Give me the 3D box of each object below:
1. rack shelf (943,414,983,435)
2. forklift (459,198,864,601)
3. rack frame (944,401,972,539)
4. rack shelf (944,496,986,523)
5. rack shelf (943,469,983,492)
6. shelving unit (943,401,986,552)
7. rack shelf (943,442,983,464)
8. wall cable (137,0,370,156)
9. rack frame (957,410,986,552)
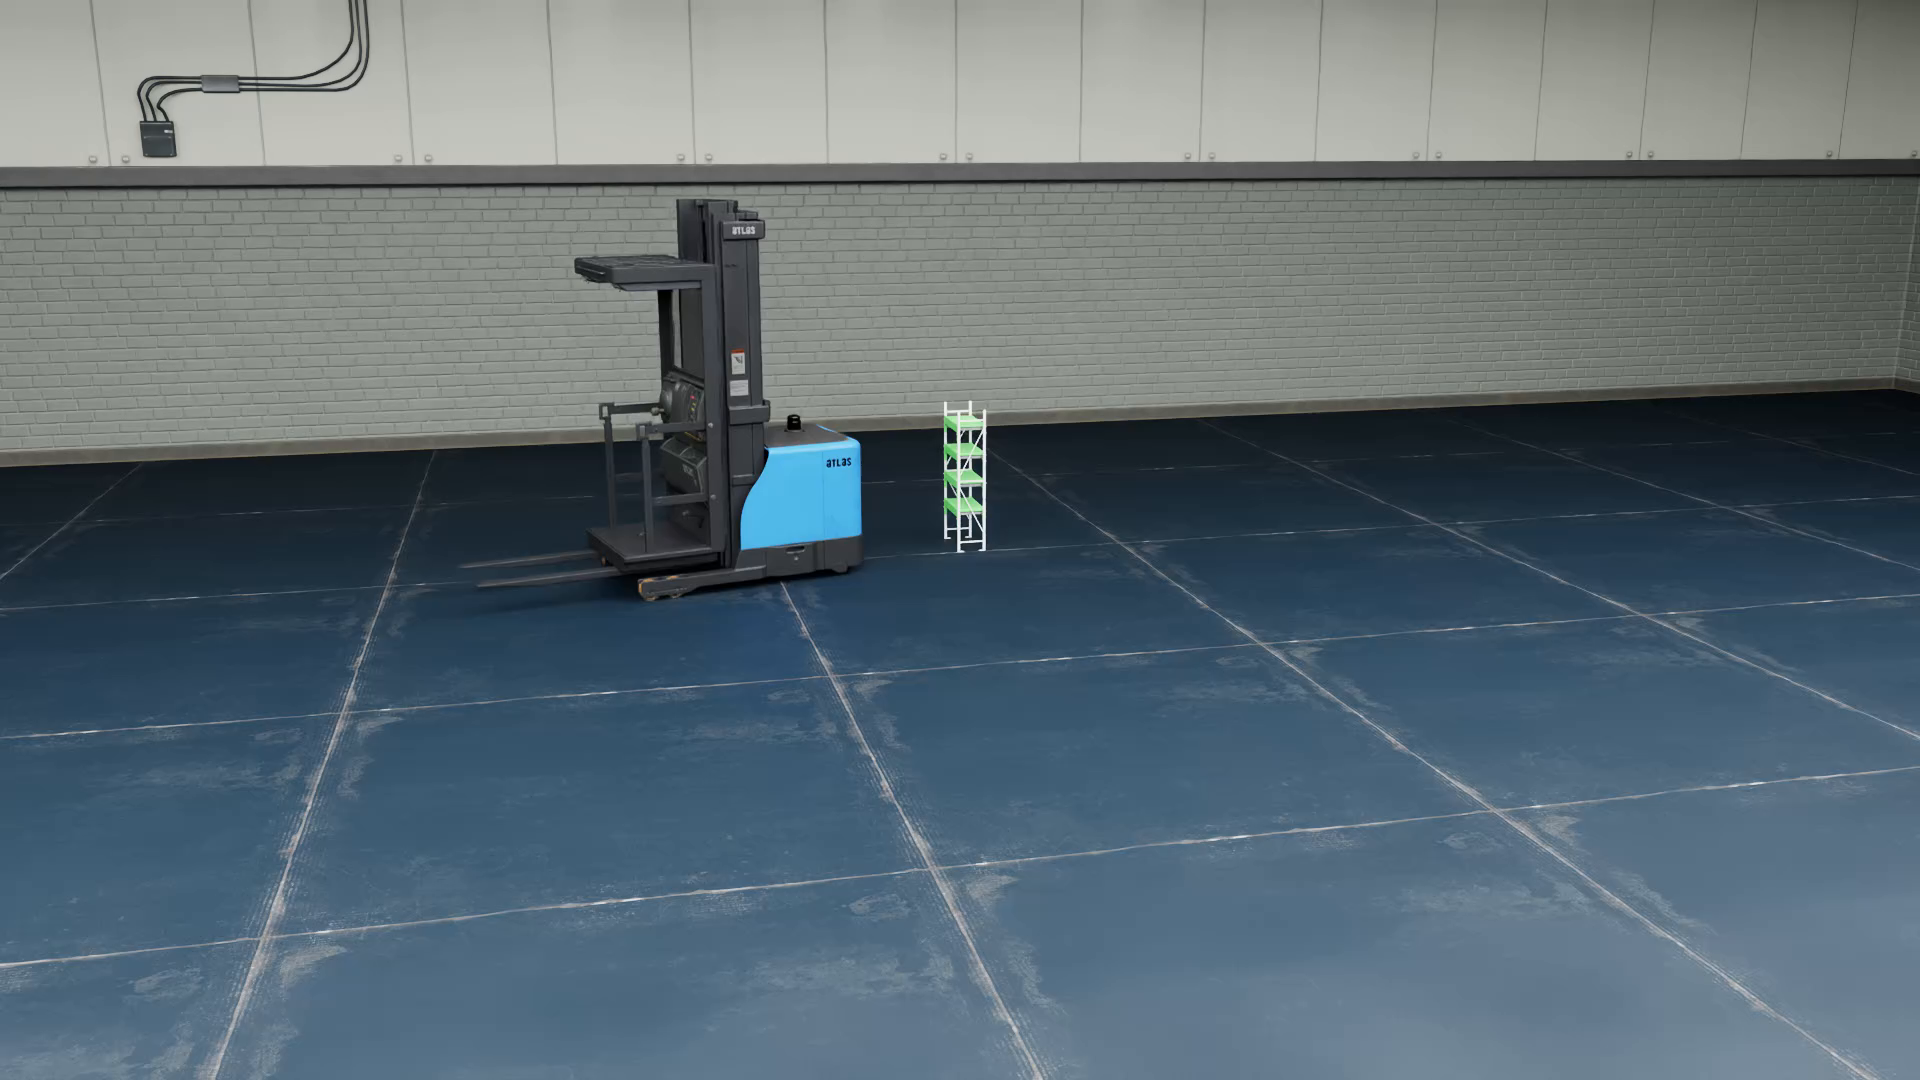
[{"bbox_3d":[0.039,-0.949,14.030,0.258,0.148,0.480,-3,14,-13],"label":"rack shelf"},{"bbox_3d":[-2.323,-1.106,12.779,3.031,2.935,1.130,-7,15,-27],"label":"forklift"},{"bbox_3d":[-0.018,-0.601,14.359,0.240,1.200,0.015,-3,14,-13],"label":"rack frame"},{"bbox_3d":[0.039,-0.249,14.200,0.258,0.148,0.480,-3,14,-13],"label":"rack shelf"},{"bbox_3d":[0.039,-0.483,14.144,0.258,0.148,0.480,-3,14,-13],"label":"rack shelf"},{"bbox_3d":[0.039,-0.545,14.128,0.258,1.200,0.503,-3,14,-13],"label":"shelving unit"},{"bbox_3d":[0.039,-0.716,14.087,0.258,0.148,0.480,-3,14,-13],"label":"rack shelf"},{"bbox_3d":[-7.314,-6.948,16.738,2.305,6.003,0.169,-3,14,-13],"label":"wall cable"},{"bbox_3d":[0.096,-0.488,13.898,0.240,1.200,0.015,-3,14,-13],"label":"rack frame"}]
